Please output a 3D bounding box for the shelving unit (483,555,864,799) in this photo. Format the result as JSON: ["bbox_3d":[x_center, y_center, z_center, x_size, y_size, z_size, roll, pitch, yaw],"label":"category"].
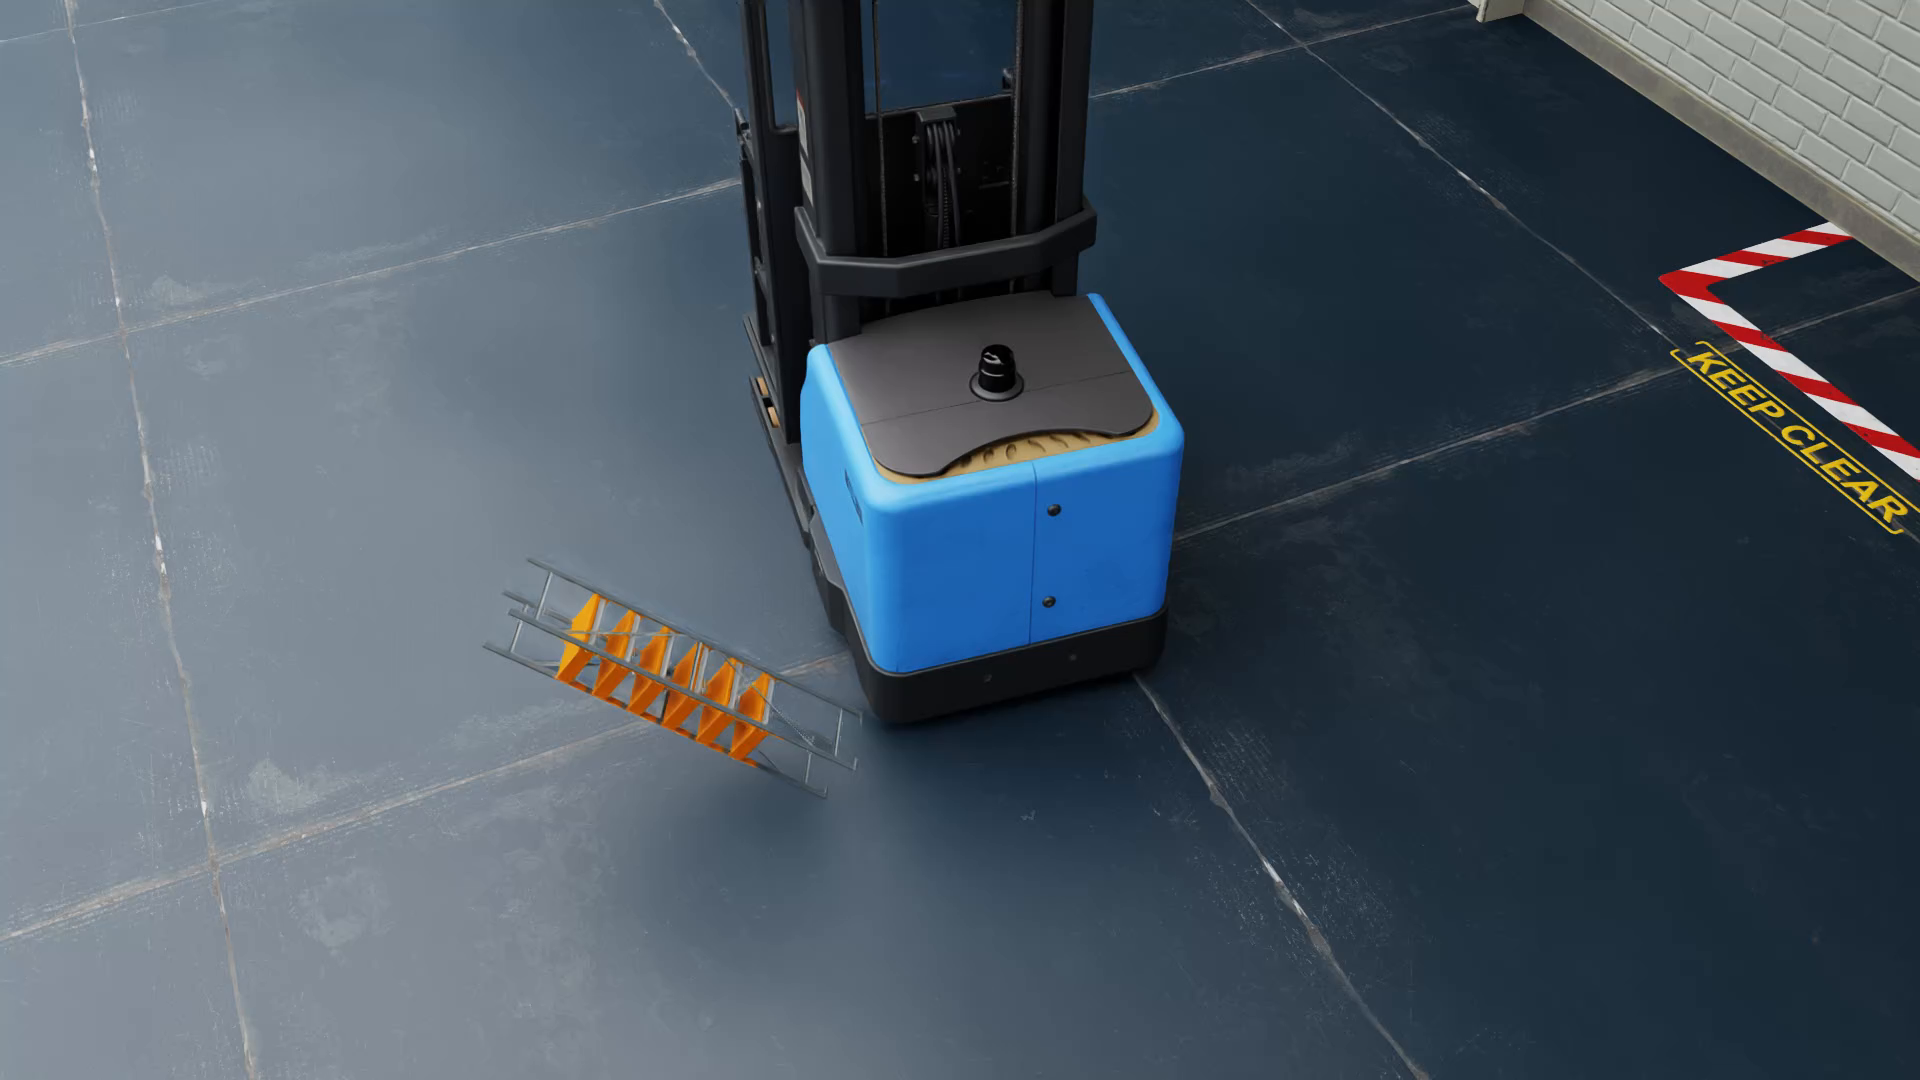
[{"bbox_3d":[-0.869,0.442,5.201,1.200,0.189,0.258,28,40,-21],"label":"shelving unit"}]

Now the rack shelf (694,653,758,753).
[{"bbox_3d":[-0.734,0.513,5.261,0.103,0.180,0.258,28,40,-21],"label":"rack shelf"}]

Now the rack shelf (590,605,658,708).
[{"bbox_3d":[-1.030,0.357,5.130,0.103,0.180,0.258,28,40,-21],"label":"rack shelf"}]

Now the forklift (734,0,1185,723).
[{"bbox_3d":[-0.216,-1.488,5.671,1.130,2.935,3.031,-12,46,-12],"label":"forklift"}]

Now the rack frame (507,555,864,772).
[{"bbox_3d":[-0.817,0.390,5.146,1.200,0.006,0.240,28,40,-21],"label":"rack frame"}]

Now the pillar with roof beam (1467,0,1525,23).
[{"bbox_3d":[-0.986,-4.942,4.851,9.100,9.000,0.400,-18,47,-17],"label":"pillar with roof beam"}]

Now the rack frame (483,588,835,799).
[{"bbox_3d":[-0.921,0.494,5.256,1.200,0.006,0.240,28,40,-21],"label":"rack frame"}]

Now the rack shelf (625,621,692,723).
[{"bbox_3d":[-0.931,0.409,5.174,0.103,0.180,0.258,28,40,-21],"label":"rack shelf"}]

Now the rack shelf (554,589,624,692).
[{"bbox_3d":[-1.129,0.305,5.086,0.103,0.180,0.258,28,40,-21],"label":"rack shelf"}]

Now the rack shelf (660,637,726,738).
[{"bbox_3d":[-0.833,0.461,5.217,0.103,0.180,0.258,28,40,-21],"label":"rack shelf"}]

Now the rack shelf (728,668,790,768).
[{"bbox_3d":[-0.635,0.565,5.305,0.103,0.180,0.258,28,40,-21],"label":"rack shelf"}]
